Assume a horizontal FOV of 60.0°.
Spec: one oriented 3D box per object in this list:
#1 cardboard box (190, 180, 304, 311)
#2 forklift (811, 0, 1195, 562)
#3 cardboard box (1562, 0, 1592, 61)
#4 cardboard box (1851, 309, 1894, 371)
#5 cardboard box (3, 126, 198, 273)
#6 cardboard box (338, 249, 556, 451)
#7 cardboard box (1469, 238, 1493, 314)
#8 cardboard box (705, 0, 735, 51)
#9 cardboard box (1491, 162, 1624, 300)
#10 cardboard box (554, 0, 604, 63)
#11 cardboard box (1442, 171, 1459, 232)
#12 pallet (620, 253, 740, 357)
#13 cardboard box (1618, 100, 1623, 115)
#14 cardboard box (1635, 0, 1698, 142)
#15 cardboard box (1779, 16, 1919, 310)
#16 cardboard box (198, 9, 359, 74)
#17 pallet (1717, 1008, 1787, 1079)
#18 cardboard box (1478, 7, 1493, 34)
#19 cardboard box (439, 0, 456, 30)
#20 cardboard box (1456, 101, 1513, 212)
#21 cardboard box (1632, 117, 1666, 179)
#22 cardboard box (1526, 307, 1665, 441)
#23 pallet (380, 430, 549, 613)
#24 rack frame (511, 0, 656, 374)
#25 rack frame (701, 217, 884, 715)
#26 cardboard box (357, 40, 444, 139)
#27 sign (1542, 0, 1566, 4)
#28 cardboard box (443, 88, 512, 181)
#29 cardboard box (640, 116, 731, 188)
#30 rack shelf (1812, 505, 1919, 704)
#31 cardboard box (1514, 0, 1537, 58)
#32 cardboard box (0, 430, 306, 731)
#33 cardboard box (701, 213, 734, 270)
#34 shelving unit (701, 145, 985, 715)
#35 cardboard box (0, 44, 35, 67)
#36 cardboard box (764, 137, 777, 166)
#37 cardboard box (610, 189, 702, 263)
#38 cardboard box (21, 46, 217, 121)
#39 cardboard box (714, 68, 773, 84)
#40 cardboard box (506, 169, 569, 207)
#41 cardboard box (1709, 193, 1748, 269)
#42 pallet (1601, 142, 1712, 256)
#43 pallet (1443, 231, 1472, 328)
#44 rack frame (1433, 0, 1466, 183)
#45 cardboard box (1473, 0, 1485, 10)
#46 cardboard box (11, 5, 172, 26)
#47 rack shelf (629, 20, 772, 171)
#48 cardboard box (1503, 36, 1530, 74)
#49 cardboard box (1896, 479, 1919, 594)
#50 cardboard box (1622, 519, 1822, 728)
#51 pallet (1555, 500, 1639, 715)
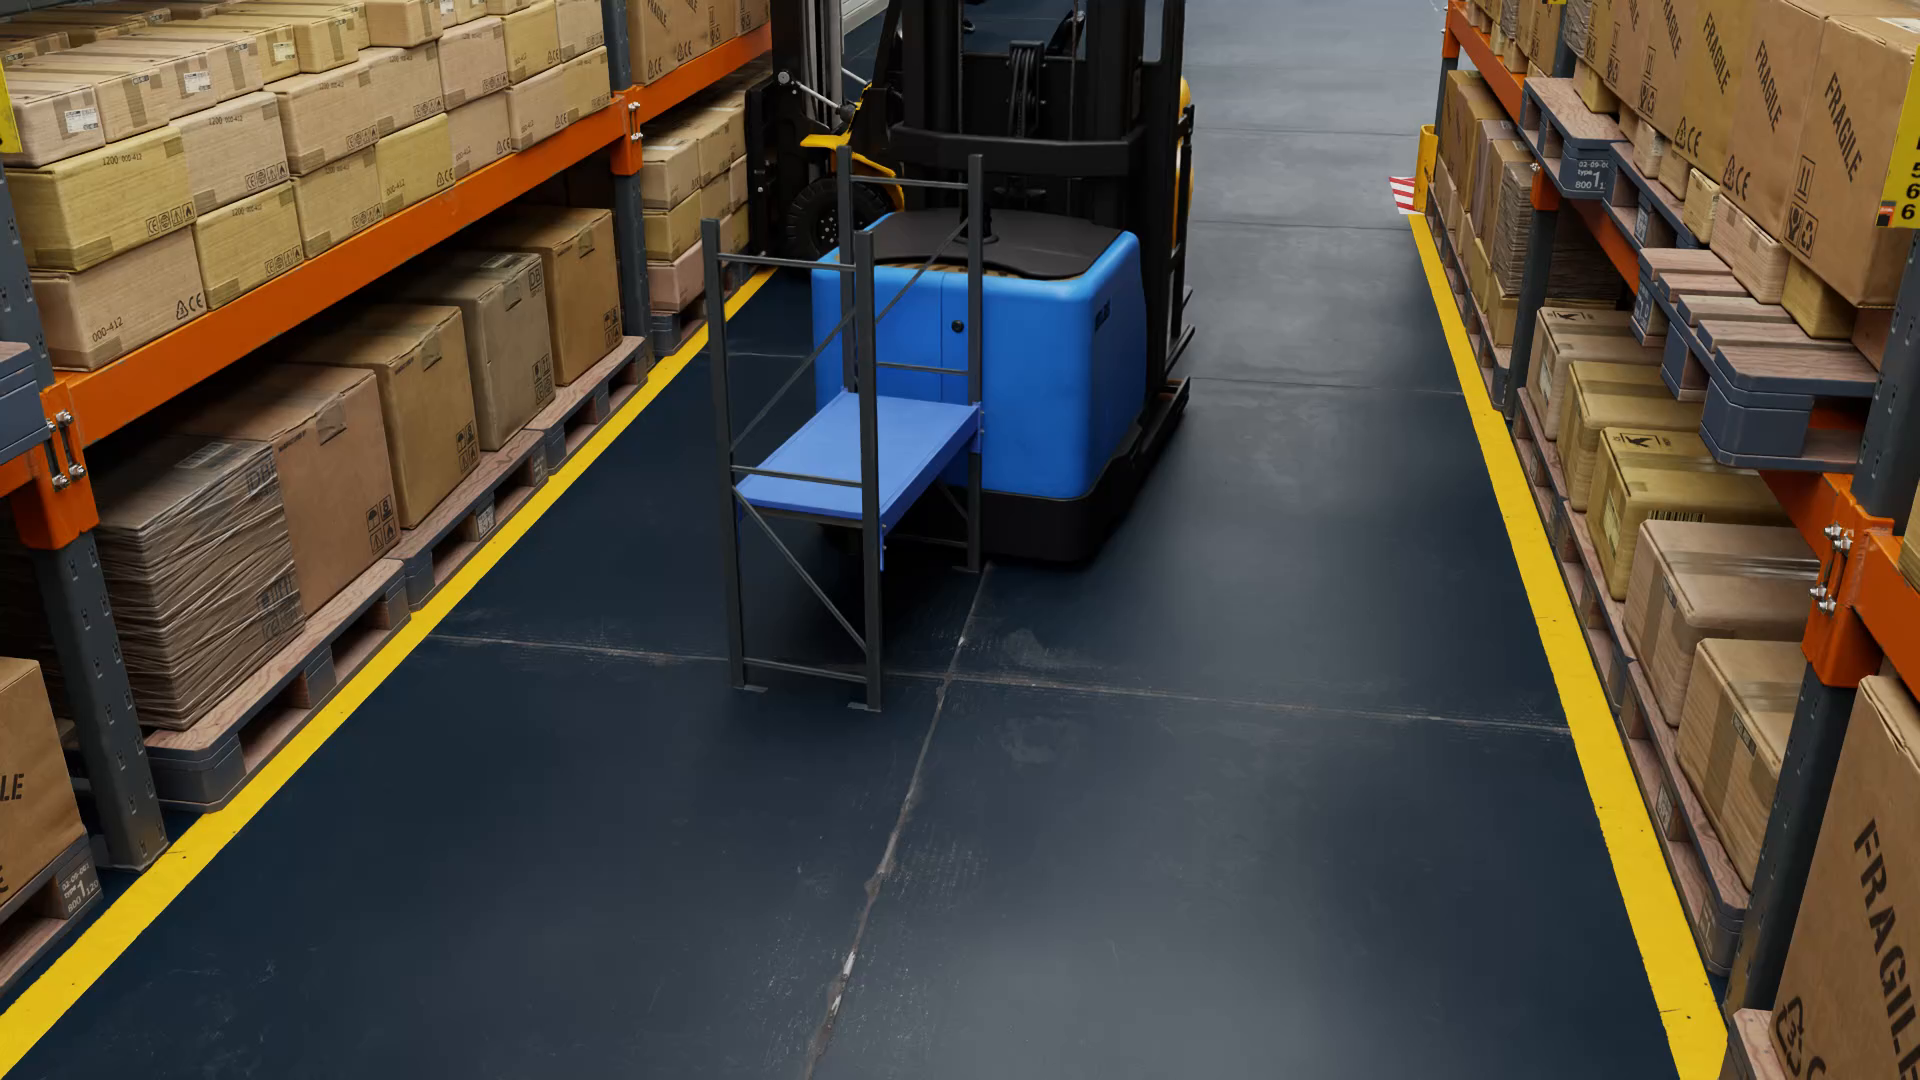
[{"bbox_3d":[-2.230,-0.850,4.705,0.500,0.250,0.500,3,25,7],"label":"cardboard box"},{"bbox_3d":[0.397,-1.852,6.748,1.130,2.935,3.031,8,26,16],"label":"forklift"},{"bbox_3d":[2.561,-2.064,6.157,0.500,0.500,0.500,5,25,10],"label":"cardboard box"},{"bbox_3d":[2.088,-0.427,3.425,0.380,0.149,0.250,5,26,10],"label":"cardboard box"},{"bbox_3d":[-2.293,-0.865,4.147,0.500,0.250,0.500,4,25,8],"label":"cardboard box"},{"bbox_3d":[-2.186,-0.784,6.693,0.875,0.625,0.625,4,25,8],"label":"cardboard box"},{"bbox_3d":[2.829,-1.304,8.246,0.500,0.250,0.500,3,25,7],"label":"cardboard box"},{"bbox_3d":[-1.497,-2.856,8.696,0.500,0.500,0.500,4,25,8],"label":"cardboard box"},{"bbox_3d":[2.752,-1.421,7.610,0.500,0.500,0.500,4,25,8],"label":"cardboard box"},{"bbox_3d":[-1.805,-2.148,6.888,0.500,0.250,0.500,3,25,7],"label":"cardboard box"},{"bbox_3d":[3.078,-1.957,9.640,0.500,0.250,0.500,5,26,10],"label":"cardboard box"},{"bbox_3d":[-1.806,-1.279,8.734,1.003,0.211,1.213,4,25,9],"label":"pallet"},{"bbox_3d":[2.498,-1.510,5.738,0.380,0.149,0.250,6,26,12],"label":"cardboard box"},{"bbox_3d":[2.312,-1.433,4.809,0.500,0.500,0.500,3,25,6],"label":"cardboard box"},{"bbox_3d":[2.066,-0.777,3.407,0.500,0.500,0.500,3,25,7],"label":"cardboard box"},{"bbox_3d":[-2.088,-1.532,5.102,0.380,0.149,0.250,5,25,10],"label":"cardboard box"},{"bbox_3d":[2.063,1.390,3.031,1.003,0.211,1.213,4,25,9],"label":"pallet"},{"bbox_3d":[3.068,-2.876,9.153,0.380,0.149,0.250,5,25,10],"label":"cardboard box"},{"bbox_3d":[-1.994,-1.857,5.796,0.380,0.149,0.250,4,25,9],"label":"cardboard box"},{"bbox_3d":[2.995,-2.071,9.000,0.500,0.500,0.500,5,25,10],"label":"cardboard box"},{"bbox_3d":[2.278,-1.194,5.064,0.380,0.149,0.250,5,26,11],"label":"cardboard box"},{"bbox_3d":[2.837,-0.651,6.706,0.950,0.372,0.625,4,25,9],"label":"cardboard box"},{"bbox_3d":[-2.256,-0.127,6.272,1.003,0.211,1.213,4,25,9],"label":"pallet"},{"bbox_3d":[-1.977,-2.213,7.439,1.000,3.000,0.127,4,25,9],"label":"rack frame"},{"bbox_3d":[-0.477,-0.182,4.869,0.500,1.500,0.032,8,26,16],"label":"rack frame"},{"bbox_3d":[-2.073,-1.509,5.523,0.500,0.250,0.500,4,25,9],"label":"cardboard box"},{"bbox_3d":[2.384,-2.297,6.597,0.100,0.325,0.005,4,25,9],"label":"sign"},{"bbox_3d":[-1.990,-1.499,6.092,0.500,0.250,0.500,4,25,9],"label":"cardboard box"},{"bbox_3d":[-1.495,-2.004,8.562,0.500,0.250,0.500,4,25,9],"label":"cardboard box"},{"bbox_3d":[1.940,0.965,1.499,1.077,0.370,4.000,4,25,9],"label":"rack shelf"},{"bbox_3d":[2.825,-2.469,7.518,0.500,0.500,0.500,5,26,10],"label":"cardboard box"},{"bbox_3d":[-2.516,0.086,4.834,0.875,0.625,0.625,5,26,10],"label":"cardboard box"},{"bbox_3d":[-1.504,-1.550,8.772,0.500,0.250,0.500,3,25,7],"label":"cardboard box"},{"bbox_3d":[-0.322,-0.387,5.307,0.538,1.500,1.048,8,26,16],"label":"shelving unit"},{"bbox_3d":[-2.743,-1.250,4.499,0.380,0.149,0.250,4,25,8],"label":"cardboard box"},{"bbox_3d":[-1.336,-2.196,9.562,0.500,0.250,0.500,4,25,8],"label":"cardboard box"},{"bbox_3d":[-1.594,-1.565,8.213,0.500,0.250,0.500,4,25,8],"label":"cardboard box"},{"bbox_3d":[-2.229,-1.213,4.419,0.380,0.149,0.250,5,25,10],"label":"cardboard box"},{"bbox_3d":[-1.242,-2.643,9.927,0.500,0.250,0.500,4,25,9],"label":"cardboard box"},{"bbox_3d":[-2.088,-1.829,8.189,0.500,0.250,0.500,5,25,10],"label":"cardboard box"},{"bbox_3d":[2.106,-0.757,4.131,0.380,0.149,0.250,3,25,6],"label":"cardboard box"},{"bbox_3d":[2.550,-0.941,4.949,1.003,0.211,1.213,4,25,9],"label":"pallet"},{"bbox_3d":[3.192,-1.402,8.997,1.003,0.211,1.213,4,25,9],"label":"pallet"},{"bbox_3d":[3.574,-3.543,10.281,1.000,3.000,0.127,4,25,9],"label":"rack frame"},{"bbox_3d":[3.059,-3.114,8.896,0.500,0.500,0.500,4,25,7],"label":"cardboard box"},{"bbox_3d":[-2.693,-1.572,5.186,0.380,0.149,0.250,4,25,8],"label":"cardboard box"},{"bbox_3d":[-1.651,-2.723,9.378,1.077,0.370,4.000,4,25,9],"label":"rack shelf"},{"bbox_3d":[2.835,-2.337,8.001,0.380,0.149,0.250,4,25,8],"label":"cardboard box"},{"bbox_3d":[1.938,0.058,2.765,0.500,0.250,0.500,4,25,8],"label":"cardboard box"},{"bbox_3d":[2.481,0.258,4.765,0.950,0.372,0.625,4,25,8],"label":"cardboard box"},{"bbox_3d":[2.597,0.230,5.509,1.003,0.211,1.213,4,25,9],"label":"pallet"}]
